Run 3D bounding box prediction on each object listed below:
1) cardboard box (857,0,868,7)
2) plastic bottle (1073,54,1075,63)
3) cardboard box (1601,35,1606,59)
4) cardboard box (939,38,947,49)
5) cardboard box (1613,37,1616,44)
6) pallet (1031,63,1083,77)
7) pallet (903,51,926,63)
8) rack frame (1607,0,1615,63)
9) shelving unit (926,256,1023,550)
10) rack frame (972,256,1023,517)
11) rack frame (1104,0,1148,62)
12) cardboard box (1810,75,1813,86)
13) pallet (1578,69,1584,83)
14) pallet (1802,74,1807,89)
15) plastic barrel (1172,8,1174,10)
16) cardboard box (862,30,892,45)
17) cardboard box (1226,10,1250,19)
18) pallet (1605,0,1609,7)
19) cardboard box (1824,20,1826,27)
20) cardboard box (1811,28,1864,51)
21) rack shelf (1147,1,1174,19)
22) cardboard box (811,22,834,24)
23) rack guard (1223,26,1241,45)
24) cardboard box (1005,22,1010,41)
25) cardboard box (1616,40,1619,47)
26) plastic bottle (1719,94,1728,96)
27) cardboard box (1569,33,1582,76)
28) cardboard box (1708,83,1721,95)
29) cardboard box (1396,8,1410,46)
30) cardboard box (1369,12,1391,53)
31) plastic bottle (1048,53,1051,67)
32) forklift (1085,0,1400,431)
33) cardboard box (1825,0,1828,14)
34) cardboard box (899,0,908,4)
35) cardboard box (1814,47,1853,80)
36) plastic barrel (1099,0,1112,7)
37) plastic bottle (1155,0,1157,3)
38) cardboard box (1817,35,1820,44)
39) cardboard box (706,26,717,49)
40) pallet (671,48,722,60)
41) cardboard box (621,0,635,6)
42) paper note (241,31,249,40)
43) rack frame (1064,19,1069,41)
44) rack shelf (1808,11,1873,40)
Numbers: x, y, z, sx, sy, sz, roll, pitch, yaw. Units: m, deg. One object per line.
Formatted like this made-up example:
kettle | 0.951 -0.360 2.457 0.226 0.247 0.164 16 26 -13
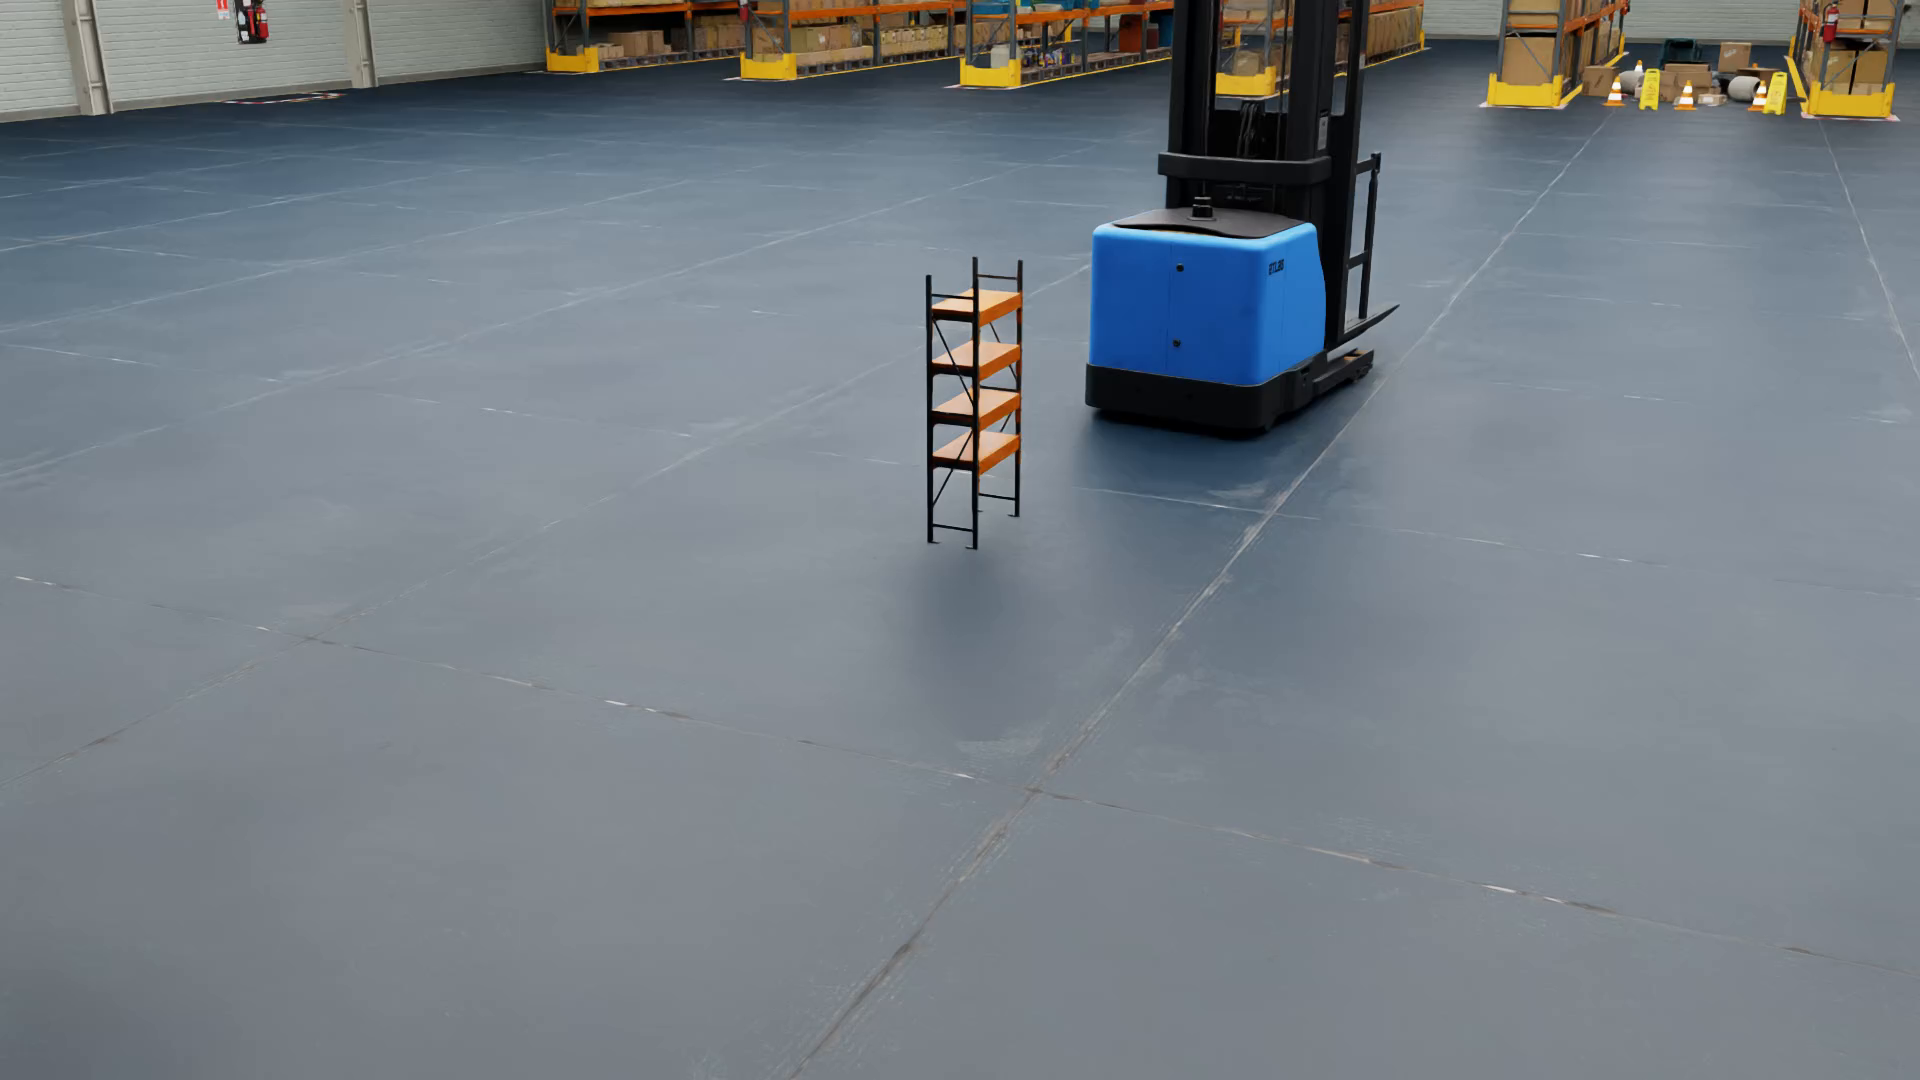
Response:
cardboard box | -2.456 -12.042 36.703 0.700 0.500 0.500 8 21 21
plastic bottle | 2.373 -10.186 35.152 0.097 0.201 0.097 0 20 0
cardboard box | 14.018 -10.951 36.889 0.500 0.500 0.500 8 21 22
cardboard box | -0.635 -12.062 40.386 0.500 0.250 0.500 9 22 24
cardboard box | 15.577 -12.039 40.028 0.380 0.149 0.250 9 21 23
pallet | 1.924 -9.937 35.095 1.003 0.211 1.213 9 21 23
pallet | -1.516 -11.422 39.272 1.003 0.211 1.213 9 21 23
rack frame | 14.516 -12.505 38.154 1.000 3.000 0.127 9 21 23
shelving unit | 0.068 -0.616 7.410 0.258 1.200 0.503 9 21 23
rack frame | 0.168 -0.691 7.620 0.240 1.200 0.015 9 21 23
rack frame | 3.875 -12.673 38.628 1.000 3.000 0.127 9 21 23
cardboard box | 14.886 -7.843 28.522 0.500 0.250 0.500 8 21 22
pallet | 11.985 -9.366 33.490 1.003 0.211 1.213 9 21 23
pallet | 16.613 -8.710 31.644 1.003 0.211 1.213 9 21 23
plastic barrel | 5.275 -12.941 41.886 0.600 0.901 0.708 9 21 23
cardboard box | -1.884 -11.390 37.659 0.500 0.311 0.500 9 21 23
cardboard box | 5.046 -9.545 30.207 0.380 0.149 0.250 9 21 23
pallet | 13.651 -11.803 36.466 1.003 0.211 1.213 9 21 23
cardboard box | 14.120 -8.306 26.723 0.380 0.149 0.250 8 21 22
cardboard box | 17.794 -10.030 33.741 0.875 0.875 0.875 8 21 22
rack shelf | 4.694 -12.946 40.467 1.077 0.370 4.000 9 21 23
cardboard box | -2.953 -11.134 36.658 0.500 0.500 0.500 9 21 23
rack guard | 7.149 -13.950 45.949 1.175 0.500 0.348 9 21 23
cardboard box | 1.055 -13.416 43.791 0.500 0.500 0.500 8 21 22
cardboard box | 16.115 -12.300 41.207 0.380 0.149 0.250 9 22 24
plastic bottle | 13.558 -7.889 29.562 0.133 0.061 0.283 13 23 32
cardboard box | 11.412 -9.399 32.153 1.050 0.750 0.750 8 21 22
cardboard box | 13.505 -8.168 30.041 0.258 0.266 0.396 -5 20 -15
cardboard box | 10.744 -12.879 41.751 0.875 0.875 0.875 9 21 23
cardboard box | 9.423 -11.942 39.114 1.225 0.875 0.875 8 21 21
plastic bottle | 1.807 -9.796 33.953 0.097 0.271 0.097 0 20 0
forklift | 1.915 -2.414 9.884 1.130 2.935 3.031 12 23 30
cardboard box | 14.339 -8.732 26.951 0.500 0.500 0.500 9 21 23
cardboard box | -1.530 -12.725 38.624 0.500 0.500 0.500 9 21 23
cardboard box | 14.460 -7.885 27.520 0.500 0.500 0.500 9 22 25
plastic barrel | 3.130 -12.001 36.535 0.433 0.535 0.433 0 20 0
plastic bottle | 4.633 -12.882 39.390 0.061 0.283 0.133 9 21 23
cardboard box | 14.887 -8.559 28.449 0.380 0.149 0.250 10 22 26
cardboard box | -6.349 -12.231 40.460 0.700 0.500 0.500 8 21 22
pallet | -6.484 -11.734 40.149 1.003 0.211 1.213 9 21 23
cardboard box | -7.536 -11.947 36.780 0.500 0.250 0.500 8 21 22
paper note | -12.581 -8.876 29.264 0.016 0.148 0.142 9 21 23
rack frame | 2.634 -15.800 47.419 1.000 3.000 0.127 9 21 23
rack shelf | 16.616 -9.684 31.295 1.077 0.370 4.000 9 21 23
